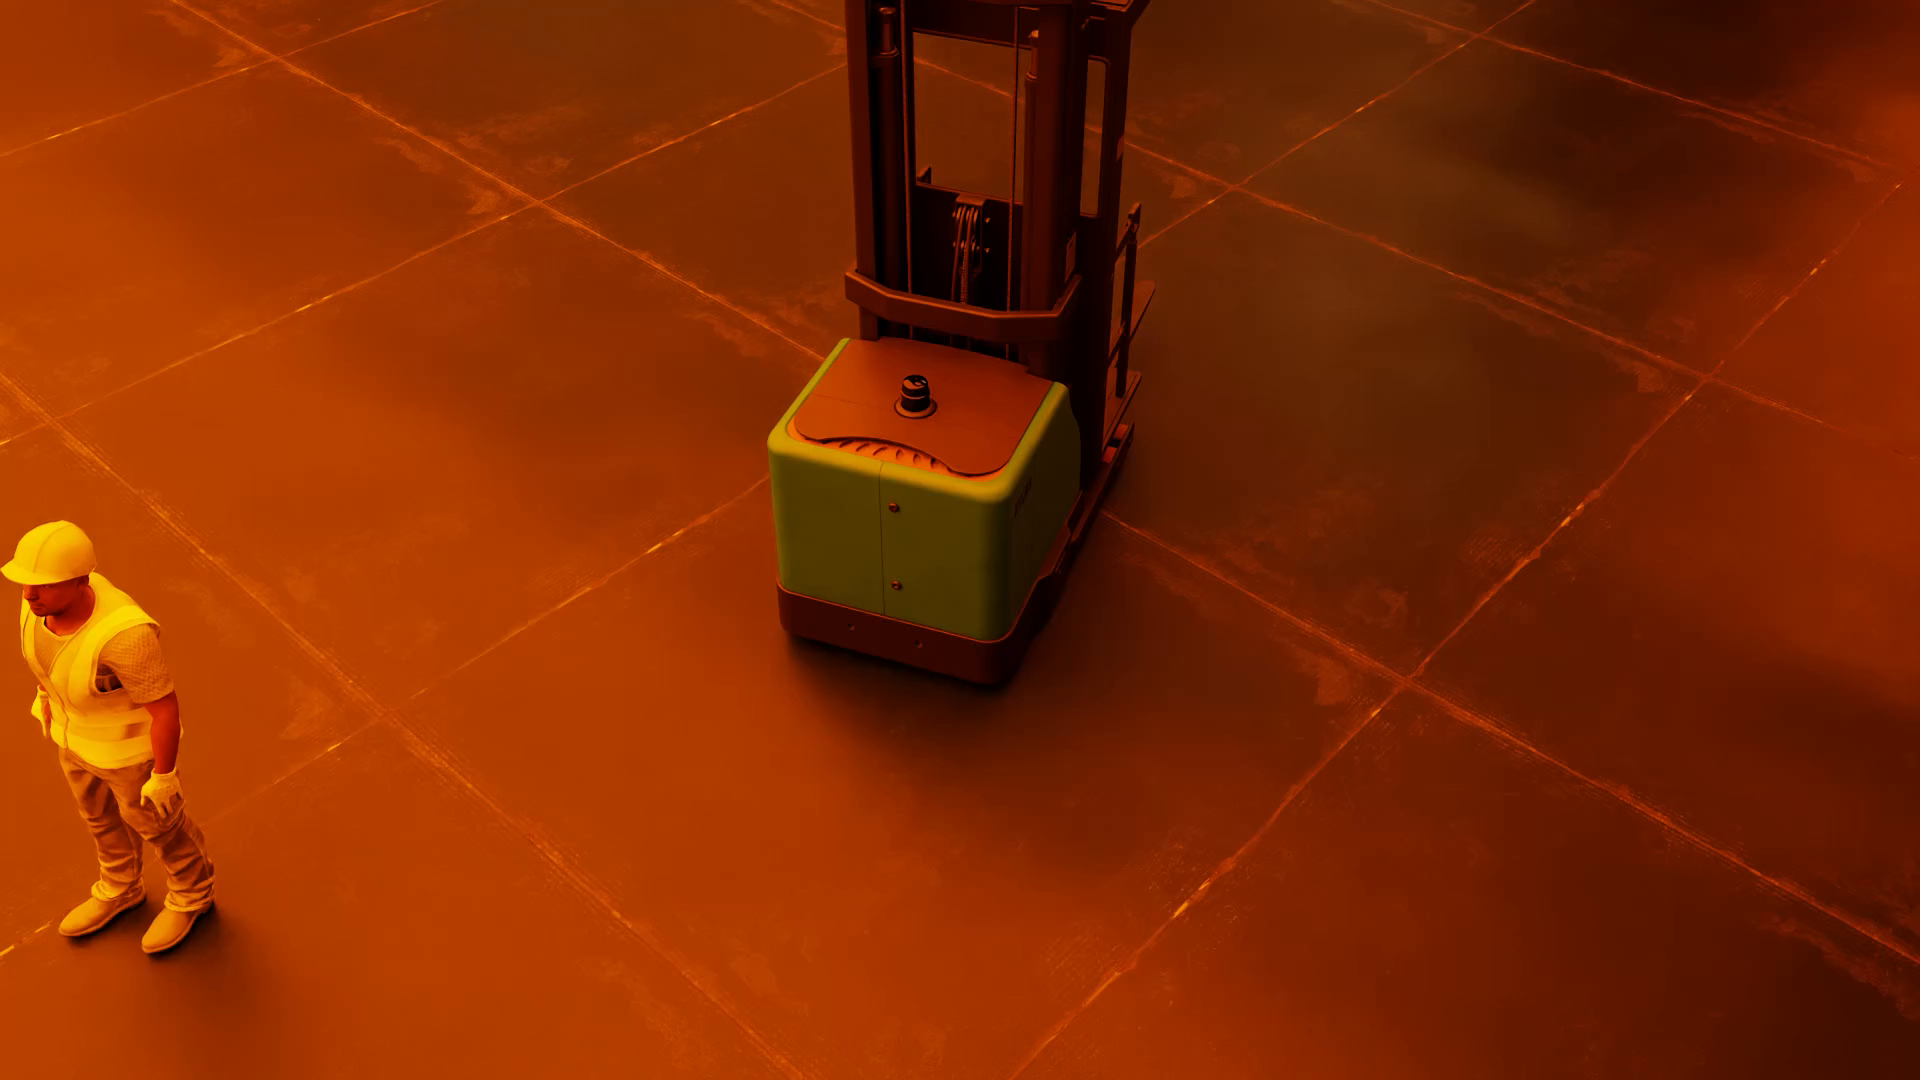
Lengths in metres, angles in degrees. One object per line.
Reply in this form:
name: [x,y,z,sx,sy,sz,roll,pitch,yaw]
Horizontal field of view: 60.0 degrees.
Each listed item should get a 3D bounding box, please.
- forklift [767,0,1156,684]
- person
forklift: [0.211,-1.484,7.158,1.130,2.935,3.031,14,42,15]
person: [-2.851,0.697,5.486,0.655,1.781,0.577,23,46,24]
